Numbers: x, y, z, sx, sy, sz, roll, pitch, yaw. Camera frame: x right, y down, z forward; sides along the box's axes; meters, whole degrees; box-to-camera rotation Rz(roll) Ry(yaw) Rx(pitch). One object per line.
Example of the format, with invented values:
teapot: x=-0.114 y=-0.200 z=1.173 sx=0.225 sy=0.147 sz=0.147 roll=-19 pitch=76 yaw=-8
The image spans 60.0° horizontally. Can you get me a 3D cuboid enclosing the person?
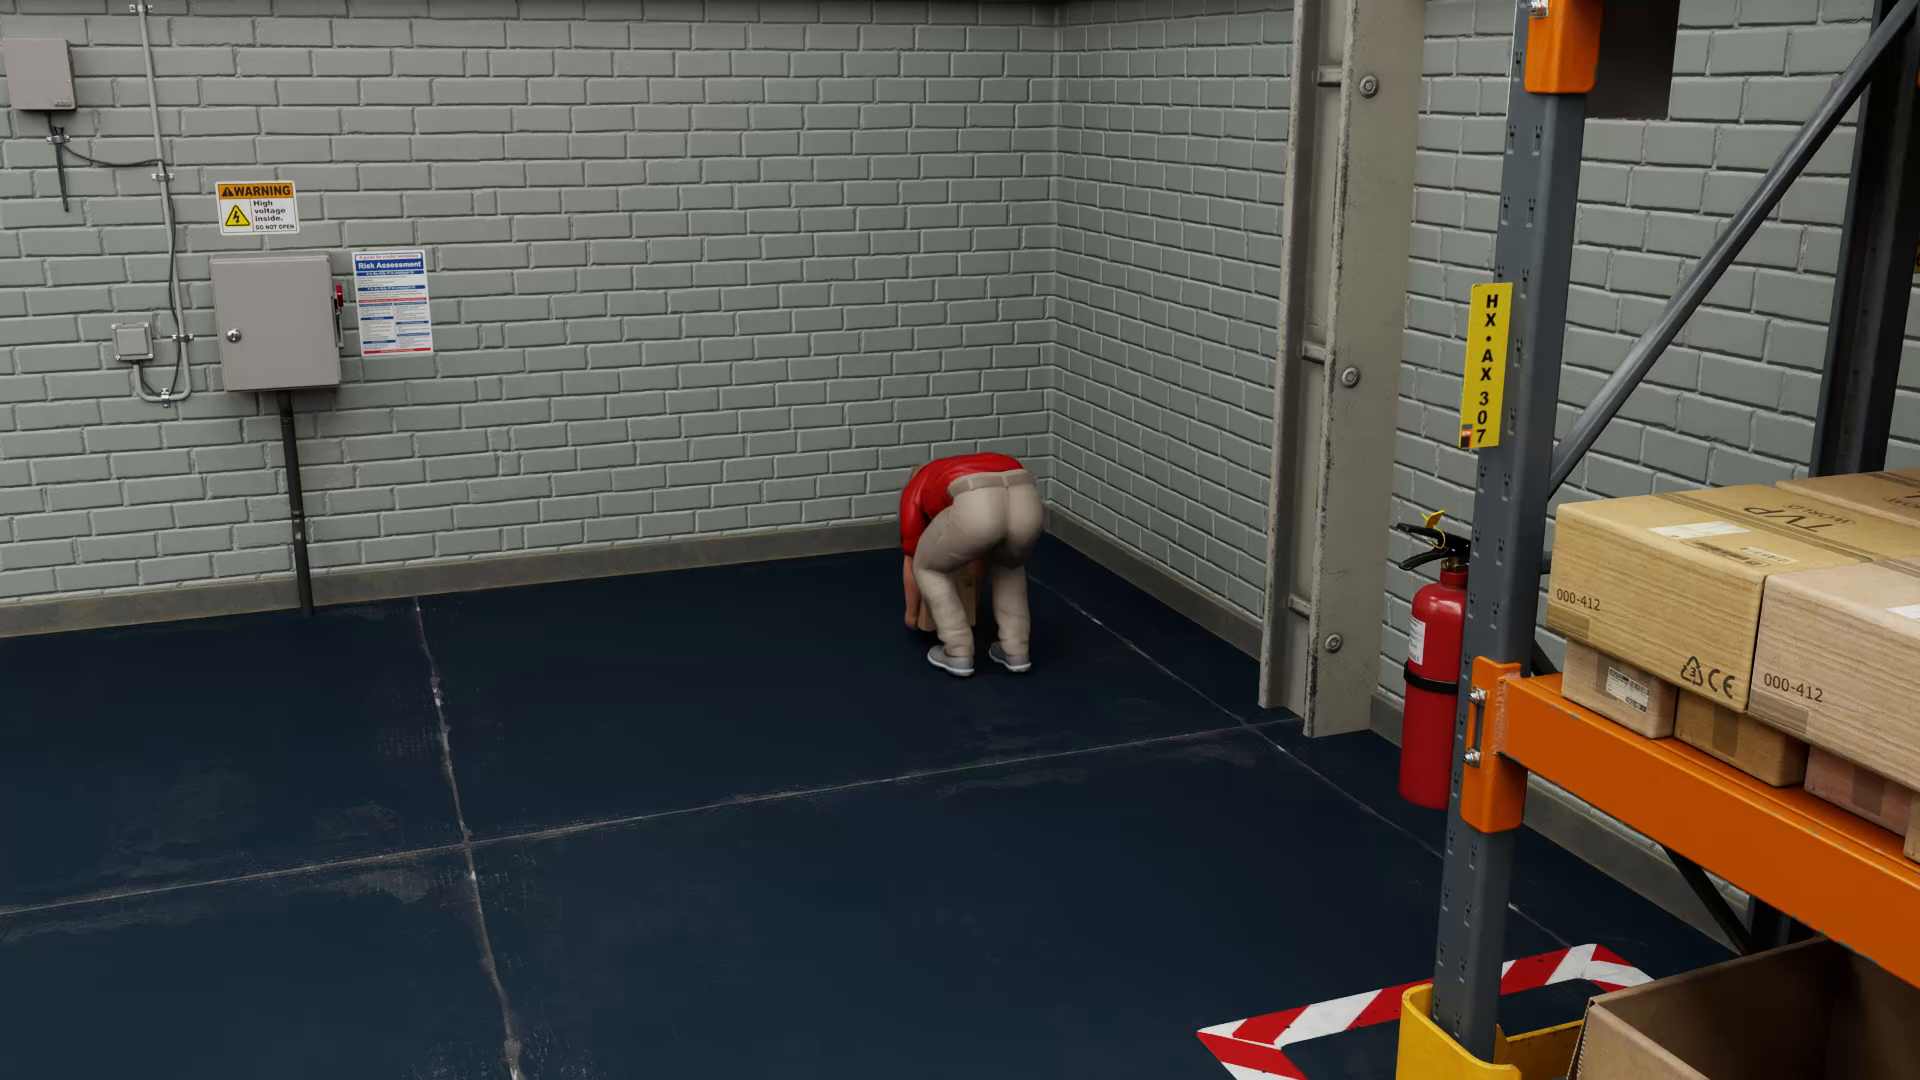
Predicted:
person: x=0.022 y=0.058 z=7.306 sx=0.521 sy=0.949 sz=0.956 roll=-7 pitch=17 yaw=-23
